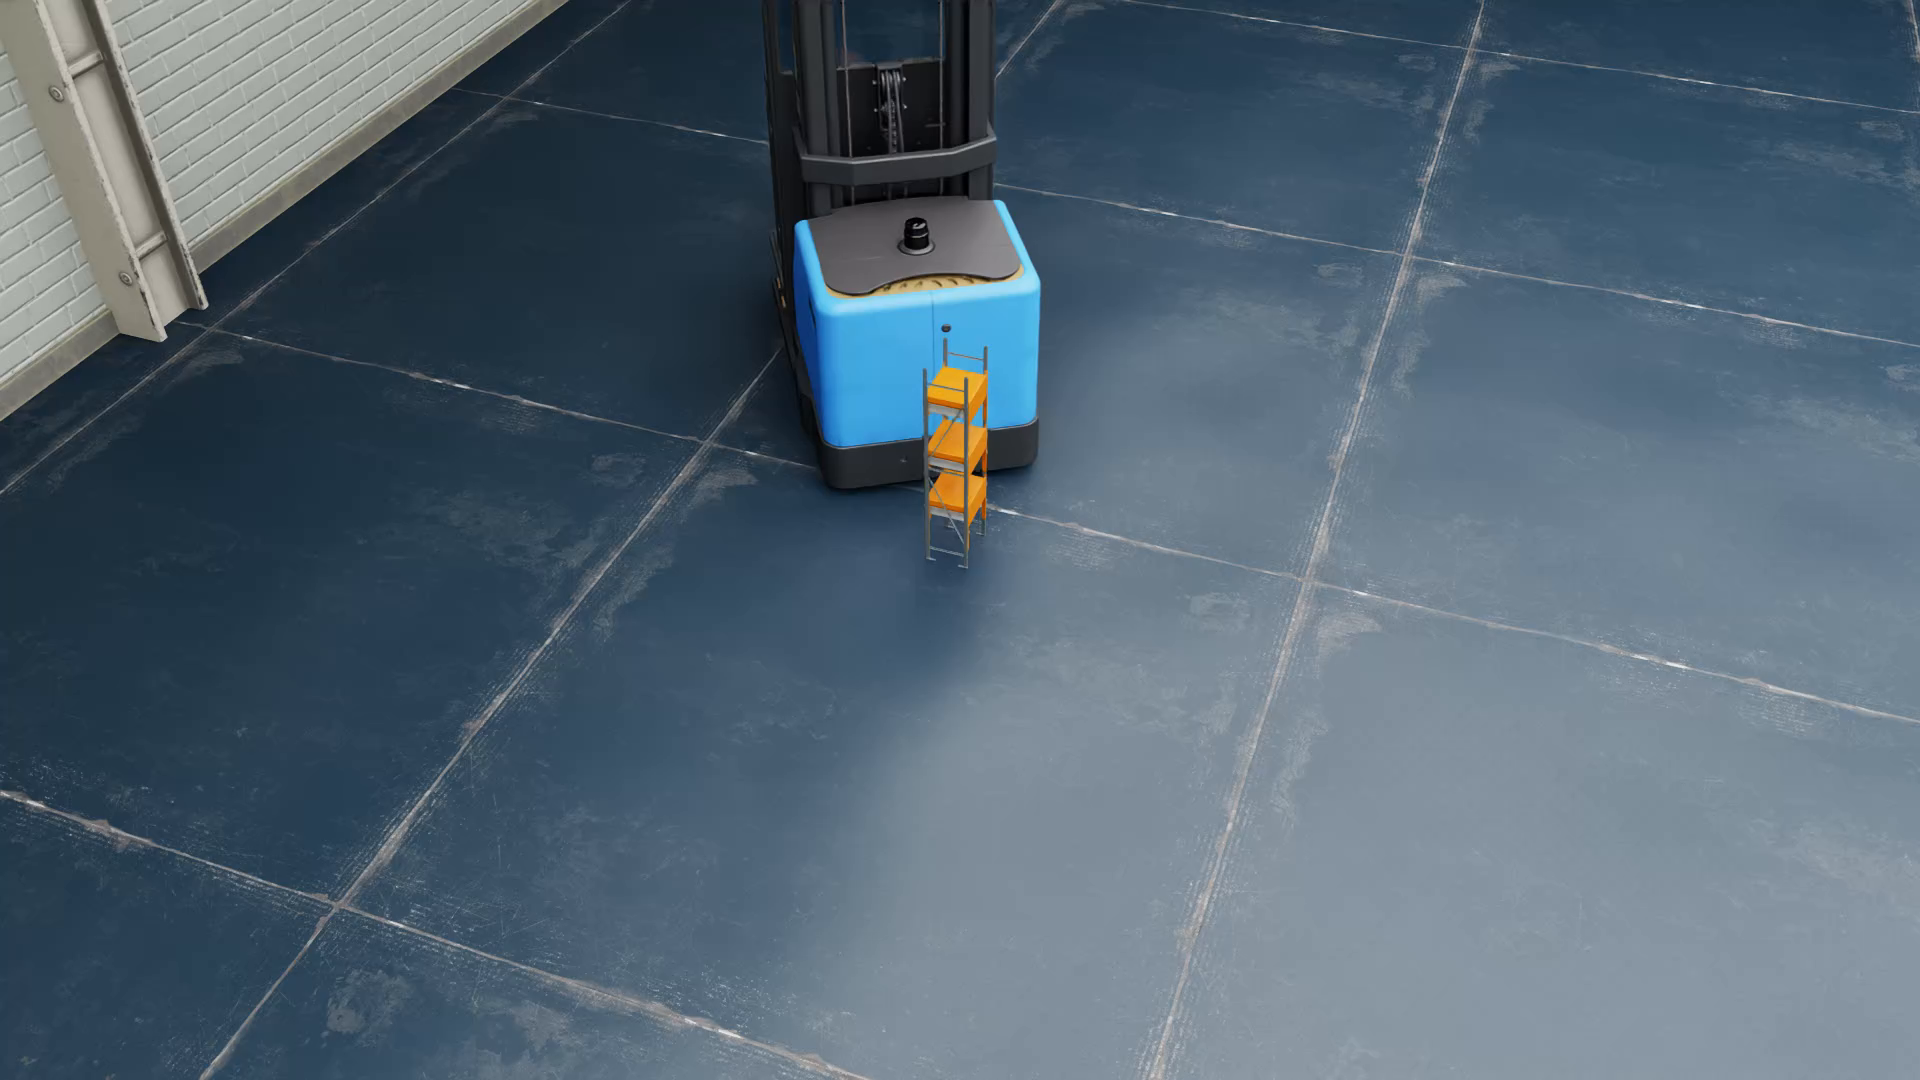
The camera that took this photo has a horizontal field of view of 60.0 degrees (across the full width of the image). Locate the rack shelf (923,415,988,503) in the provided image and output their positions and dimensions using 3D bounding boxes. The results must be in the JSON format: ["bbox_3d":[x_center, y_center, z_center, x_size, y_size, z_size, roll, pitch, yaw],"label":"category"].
[{"bbox_3d":[-0.018,-0.359,7.331,0.215,0.259,0.240,13,42,15],"label":"rack shelf"}]

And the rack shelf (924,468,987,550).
[{"bbox_3d":[-0.018,-0.147,7.512,0.215,0.259,0.240,13,42,15],"label":"rack shelf"}]

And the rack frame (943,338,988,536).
[{"bbox_3d":[0.023,-0.441,7.412,0.200,1.050,0.008,13,42,15],"label":"rack frame"}]

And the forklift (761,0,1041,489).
[{"bbox_3d":[-0.426,-2.321,8.165,1.130,2.935,3.031,-8,41,-9],"label":"forklift"}]

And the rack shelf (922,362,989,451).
[{"bbox_3d":[-0.018,-0.575,7.147,0.215,0.259,0.240,13,42,15],"label":"rack shelf"}]

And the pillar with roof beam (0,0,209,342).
[{"bbox_3d":[-0.333,-3.687,5.092,9.100,9.000,0.400,13,42,15],"label":"pillar with roof beam"}]

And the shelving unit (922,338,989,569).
[{"bbox_3d":[-0.018,-0.367,7.325,0.215,1.050,0.252,13,42,15],"label":"shelving unit"}]

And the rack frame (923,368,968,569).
[{"bbox_3d":[-0.060,-0.292,7.237,0.200,1.050,0.008,13,42,15],"label":"rack frame"}]
